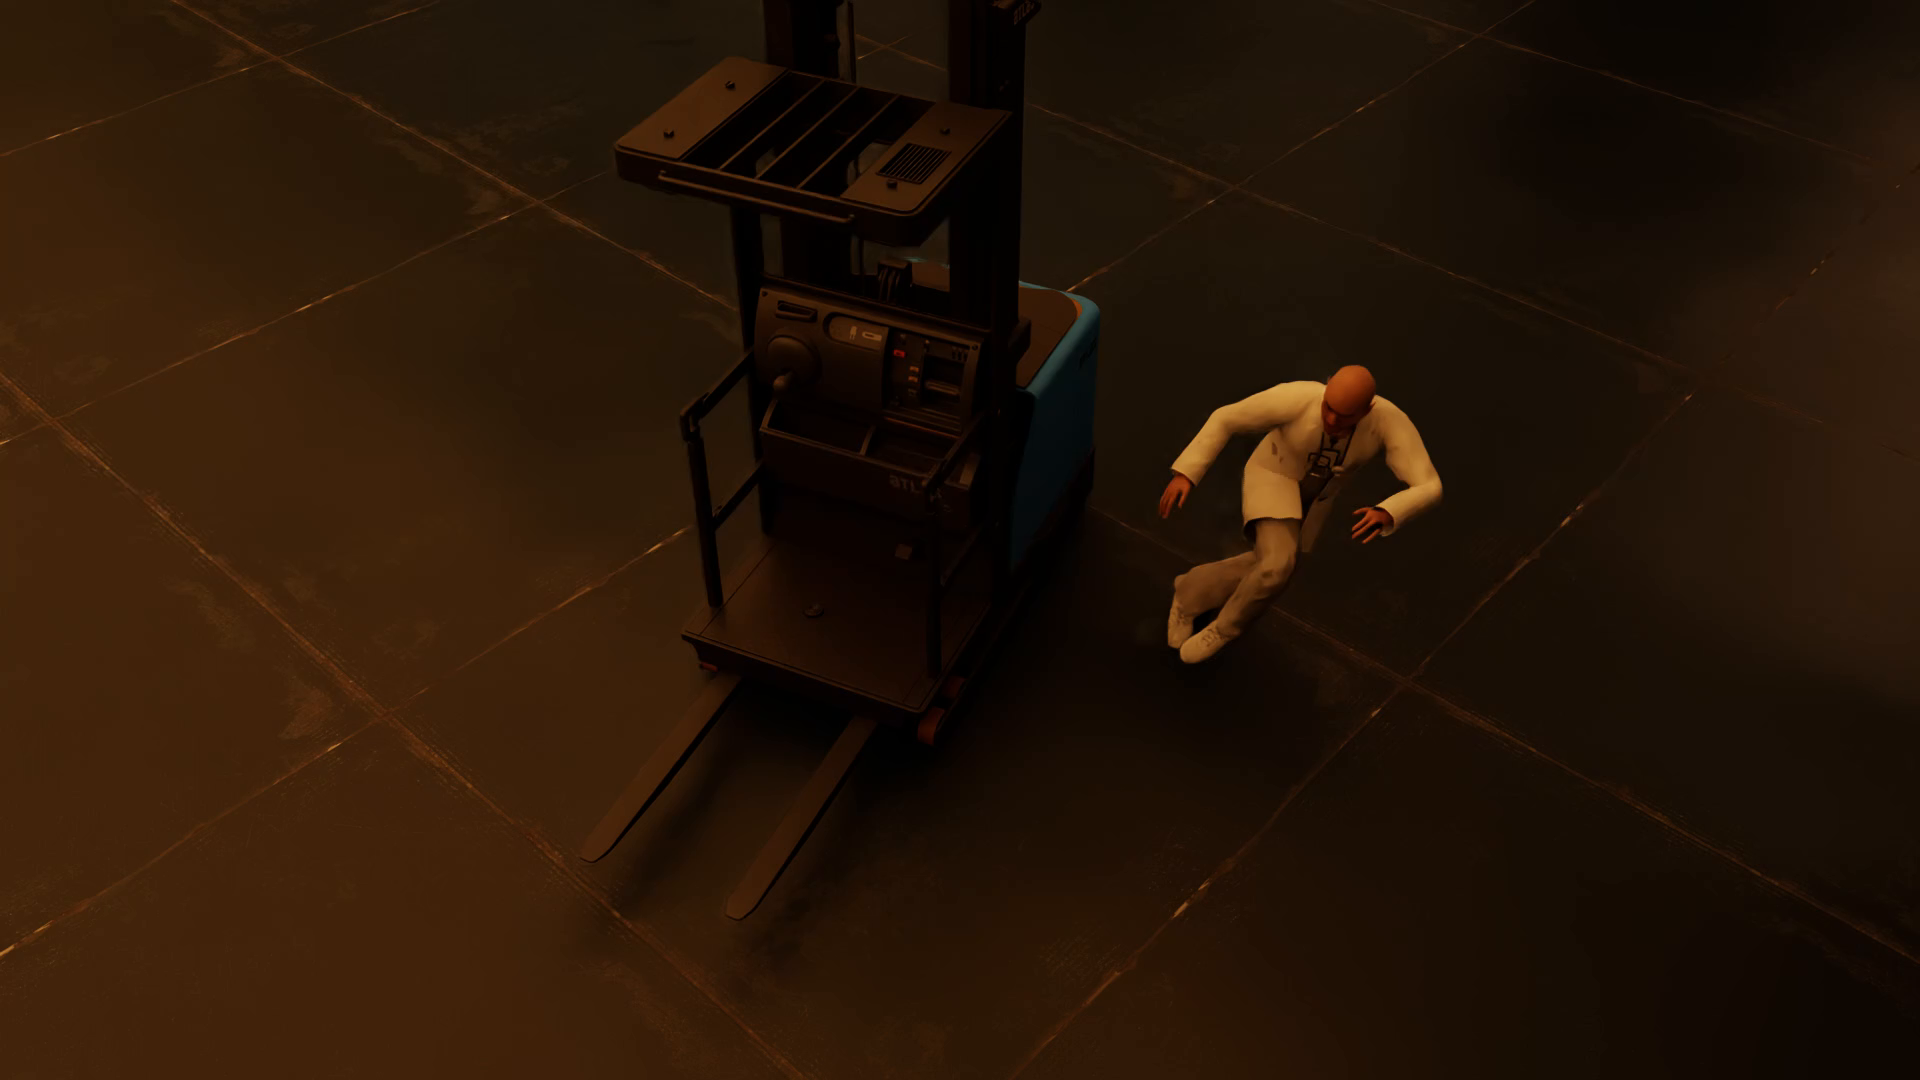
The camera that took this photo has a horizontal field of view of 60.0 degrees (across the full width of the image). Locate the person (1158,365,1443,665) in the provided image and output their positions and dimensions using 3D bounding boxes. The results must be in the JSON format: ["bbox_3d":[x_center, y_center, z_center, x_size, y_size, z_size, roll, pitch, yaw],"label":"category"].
[{"bbox_3d":[1.296,-0.063,6.585,1.033,1.539,0.908,-3,41,-3],"label":"person"}]

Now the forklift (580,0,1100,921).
[{"bbox_3d":[-0.443,-0.604,6.132,1.130,2.935,3.031,17,43,18],"label":"forklift"}]
